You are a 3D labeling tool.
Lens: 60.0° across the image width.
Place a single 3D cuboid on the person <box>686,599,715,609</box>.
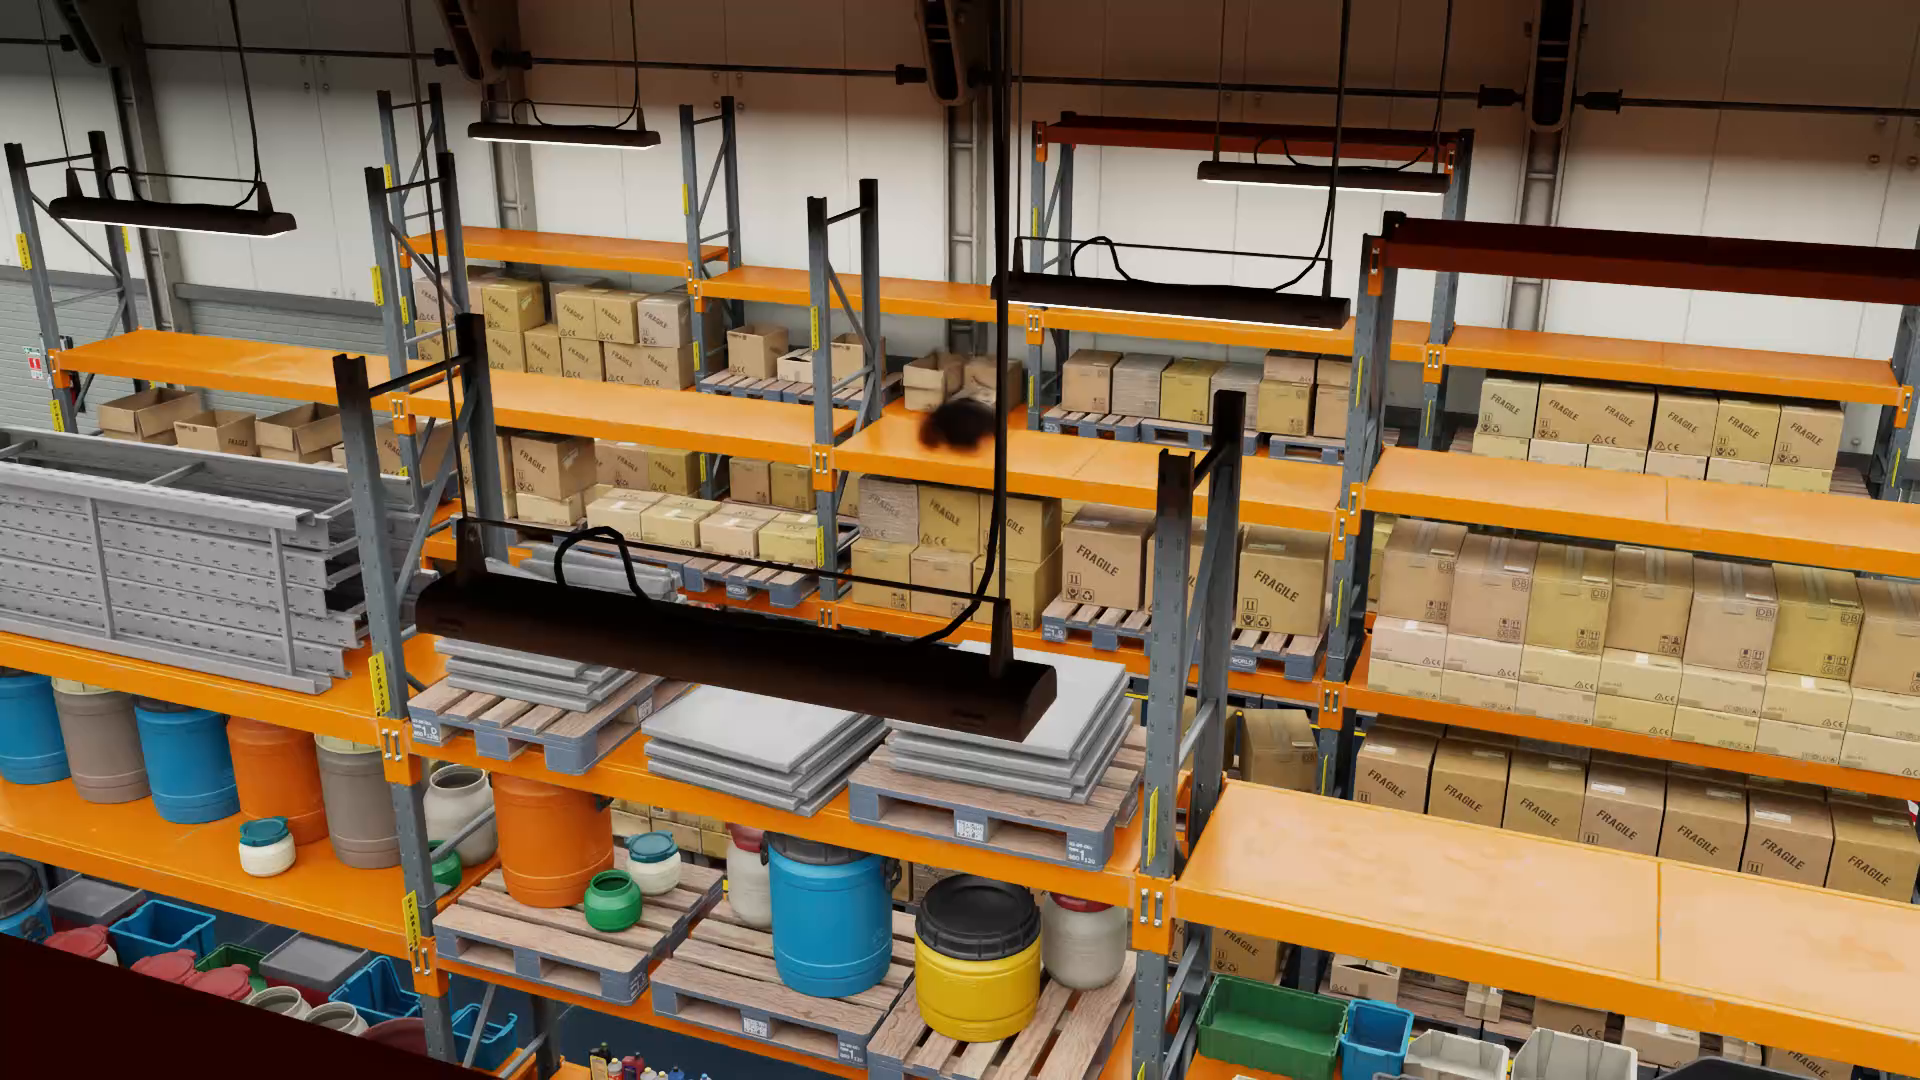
[{"bbox_3d":[-2.832,0.924,17.638,0.813,1.738,0.681,-10,23,-25],"label":"person"}]
